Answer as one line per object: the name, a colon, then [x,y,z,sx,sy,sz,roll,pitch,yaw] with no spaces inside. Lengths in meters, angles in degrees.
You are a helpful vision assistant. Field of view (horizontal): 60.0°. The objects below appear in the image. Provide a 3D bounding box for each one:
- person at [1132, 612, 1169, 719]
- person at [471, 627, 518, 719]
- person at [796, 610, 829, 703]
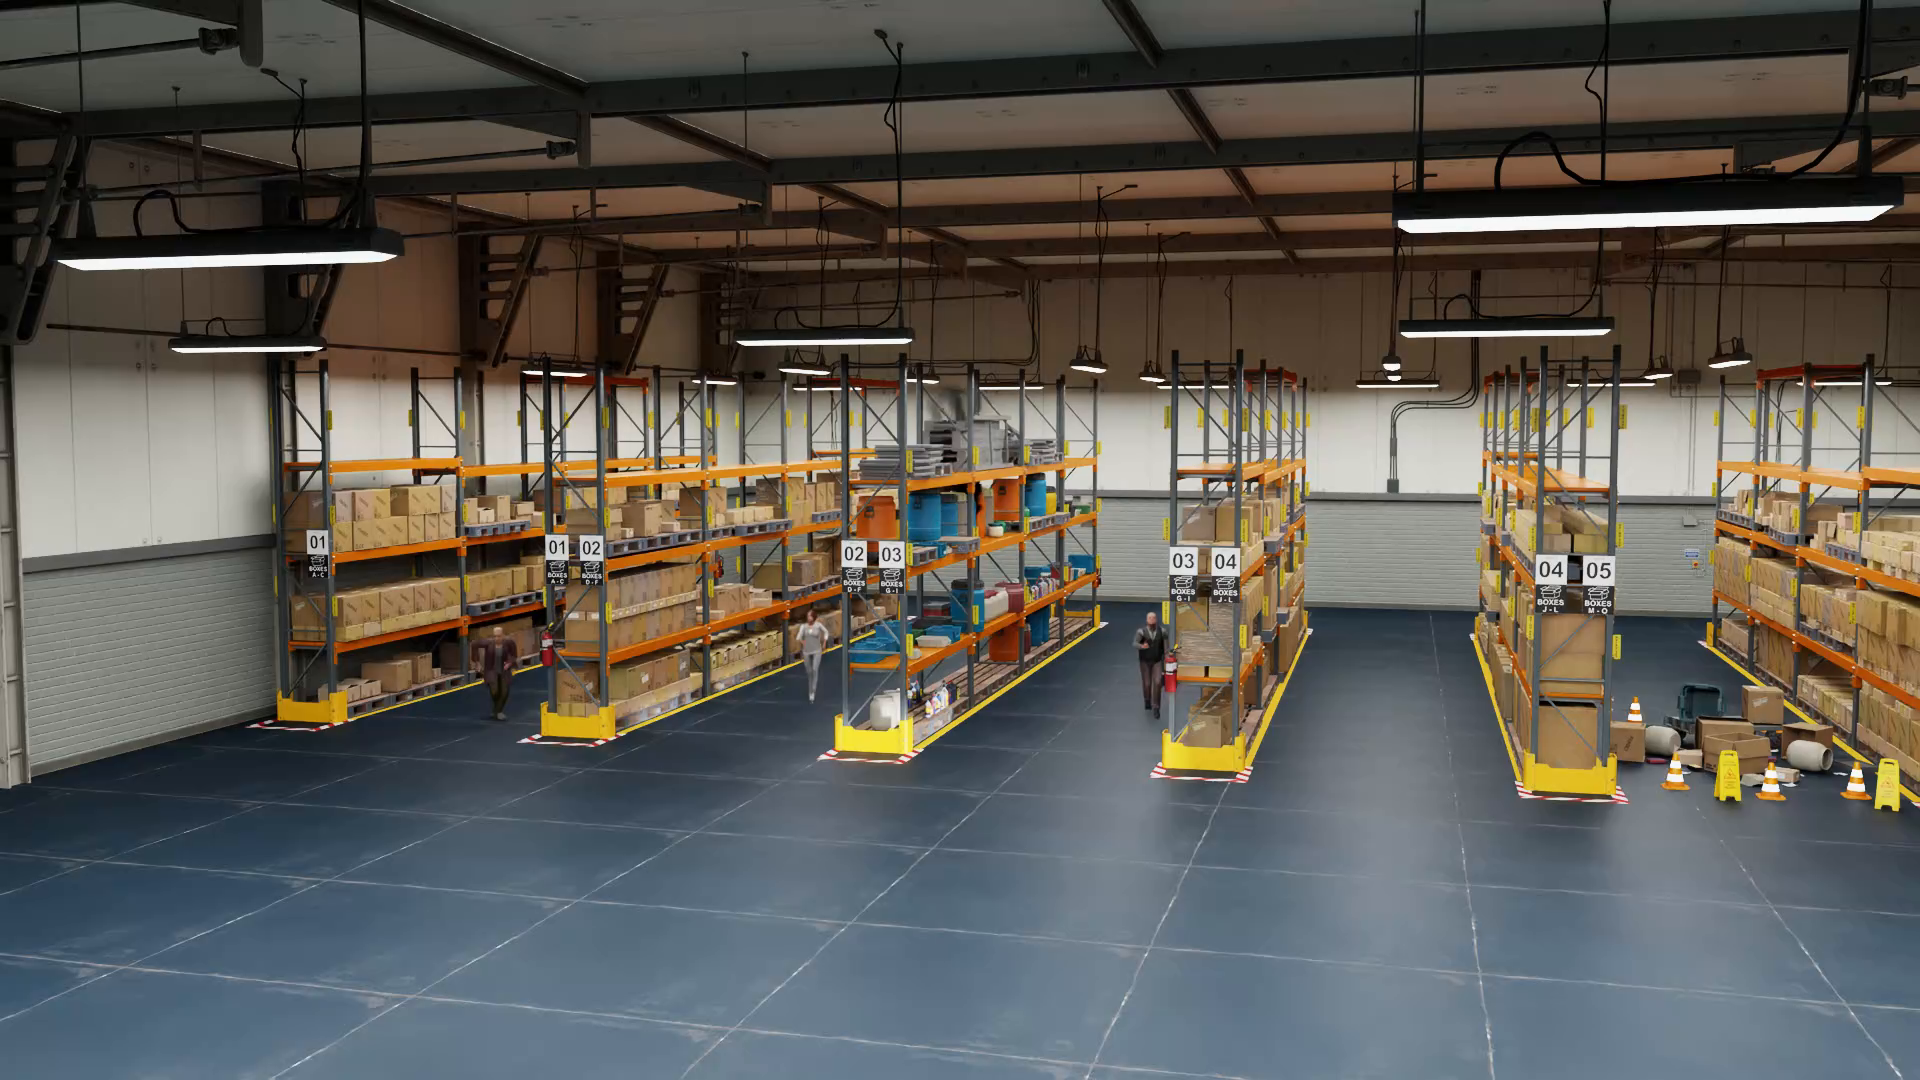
person: [3.246,2.094,28.185,0.653,1.742,0.902,0,4,5]
person: [-7.746,2.222,27.674,0.730,1.598,0.868,-2,4,-20]
person: [-2.655,2.060,29.810,0.546,1.628,0.804,1,4,7]
